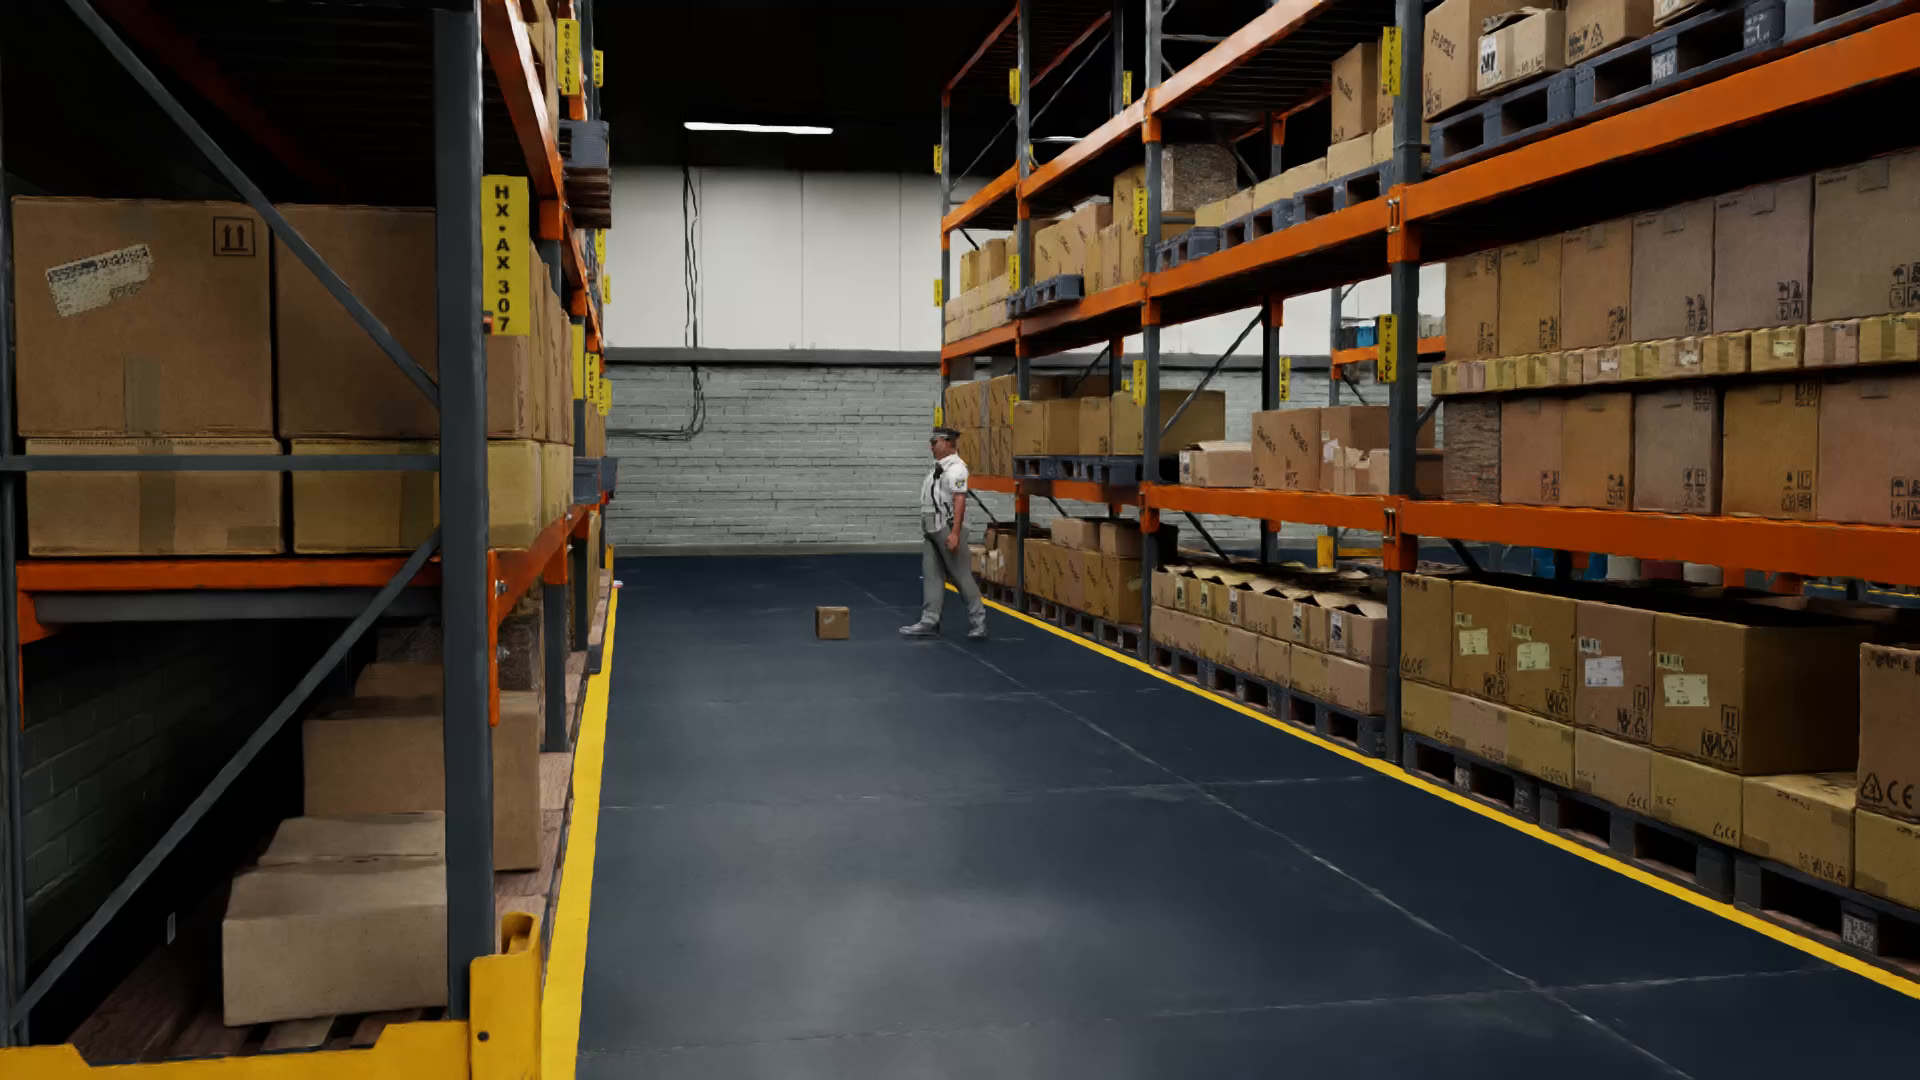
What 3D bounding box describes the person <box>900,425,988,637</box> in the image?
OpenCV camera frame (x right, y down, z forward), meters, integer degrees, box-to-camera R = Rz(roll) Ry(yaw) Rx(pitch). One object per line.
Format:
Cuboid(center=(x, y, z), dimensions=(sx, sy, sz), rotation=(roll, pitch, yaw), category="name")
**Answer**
Cuboid(center=(-0.139, -0.077, 13.813), dimensions=(0.658, 1.747, 0.774), rotation=(-1, 3, -24), category="person")
